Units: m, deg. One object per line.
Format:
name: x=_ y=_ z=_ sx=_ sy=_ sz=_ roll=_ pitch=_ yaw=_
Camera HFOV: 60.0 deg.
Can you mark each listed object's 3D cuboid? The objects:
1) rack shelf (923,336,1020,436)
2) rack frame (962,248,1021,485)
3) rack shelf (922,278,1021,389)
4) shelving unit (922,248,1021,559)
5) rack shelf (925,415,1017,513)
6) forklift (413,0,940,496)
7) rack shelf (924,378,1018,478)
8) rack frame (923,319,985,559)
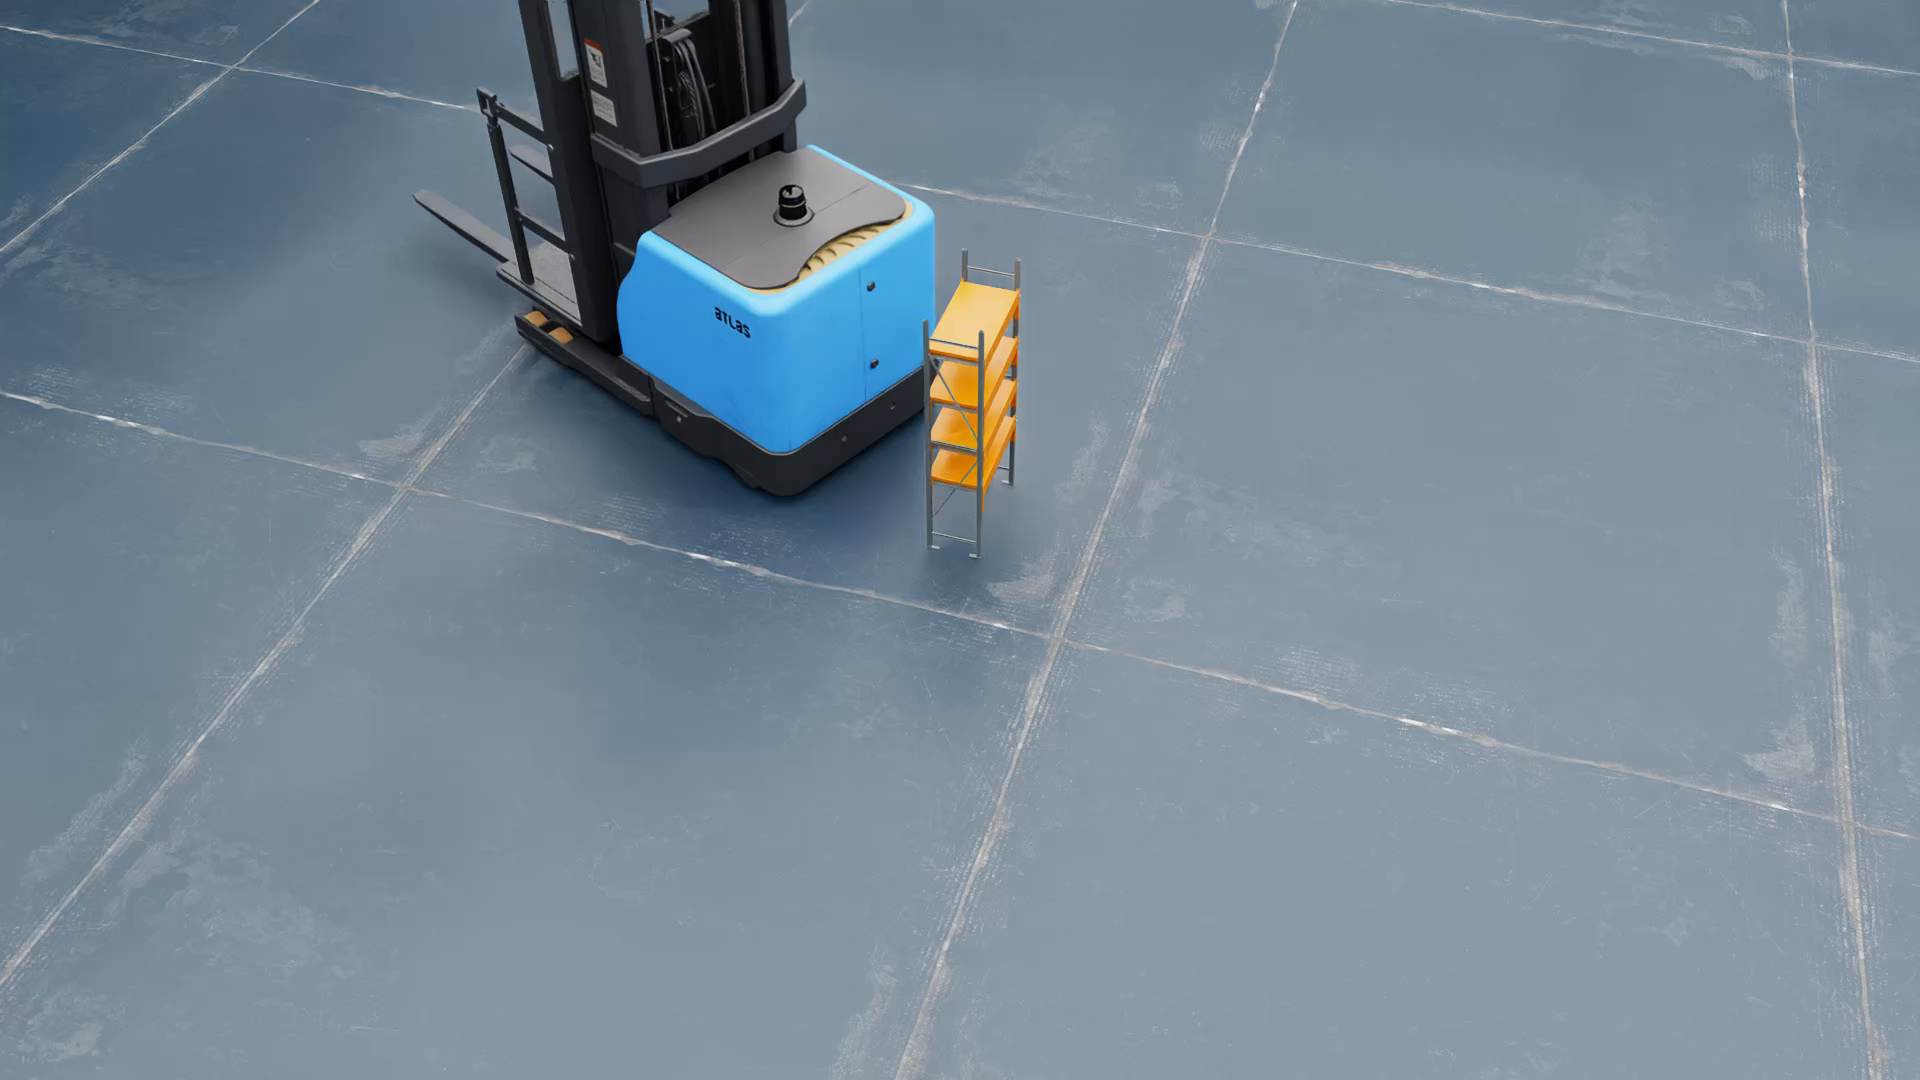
rack shelf: x=0.050 y=-0.651 z=6.733 sx=0.258 sy=0.148 sz=0.480 roll=13 pitch=46 yaw=12
rack frame: x=0.124 y=-0.702 z=7.008 sx=0.240 sy=1.200 sz=0.015 roll=13 pitch=46 yaw=12
rack shelf: x=0.050 y=-0.820 z=6.567 sx=0.258 sy=0.148 sz=0.480 roll=13 pitch=46 yaw=12
shelving unit: x=0.050 y=-0.539 z=6.842 sx=0.258 sy=1.200 sz=0.503 roll=13 pitch=46 yaw=12
rack shelf: x=0.050 y=-0.349 z=7.028 sx=0.258 sy=0.148 sz=0.480 roll=13 pitch=46 yaw=12
forklift: x=-1.517 y=-2.144 z=7.244 sx=3.031 sy=2.935 sz=1.130 roll=33 pitch=53 yaw=29
rack shelf: x=0.050 y=-0.491 z=6.889 sx=0.258 sy=0.148 sz=0.480 roll=13 pitch=46 yaw=12
rack frame: x=-0.024 y=-0.377 z=6.676 sx=0.240 sy=1.200 sz=0.015 roll=13 pitch=46 yaw=12
